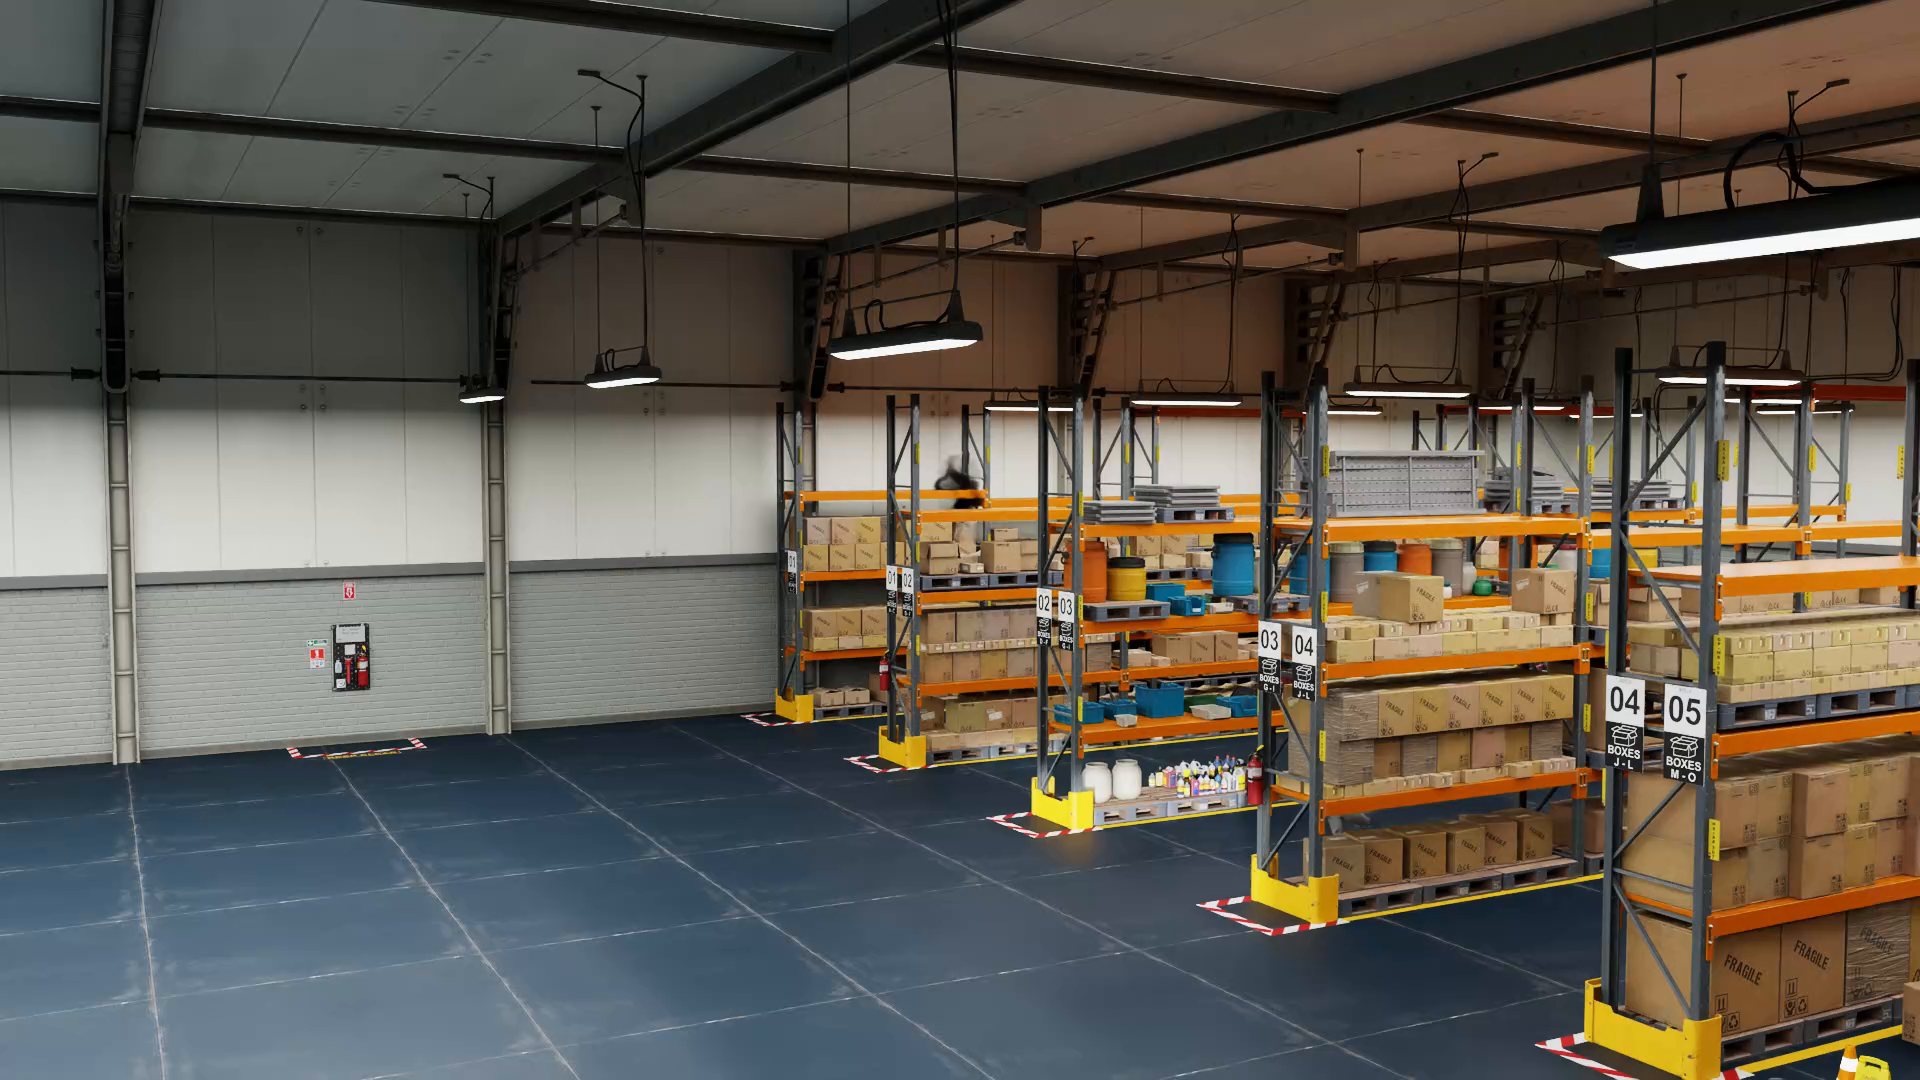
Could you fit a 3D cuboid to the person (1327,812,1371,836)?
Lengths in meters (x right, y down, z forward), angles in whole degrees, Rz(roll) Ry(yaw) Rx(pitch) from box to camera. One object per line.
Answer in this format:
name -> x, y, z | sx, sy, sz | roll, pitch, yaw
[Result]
person -> 4.950, 3.085, 21.352 | 0.630, 1.734, 0.666 | -3, 4, -41
